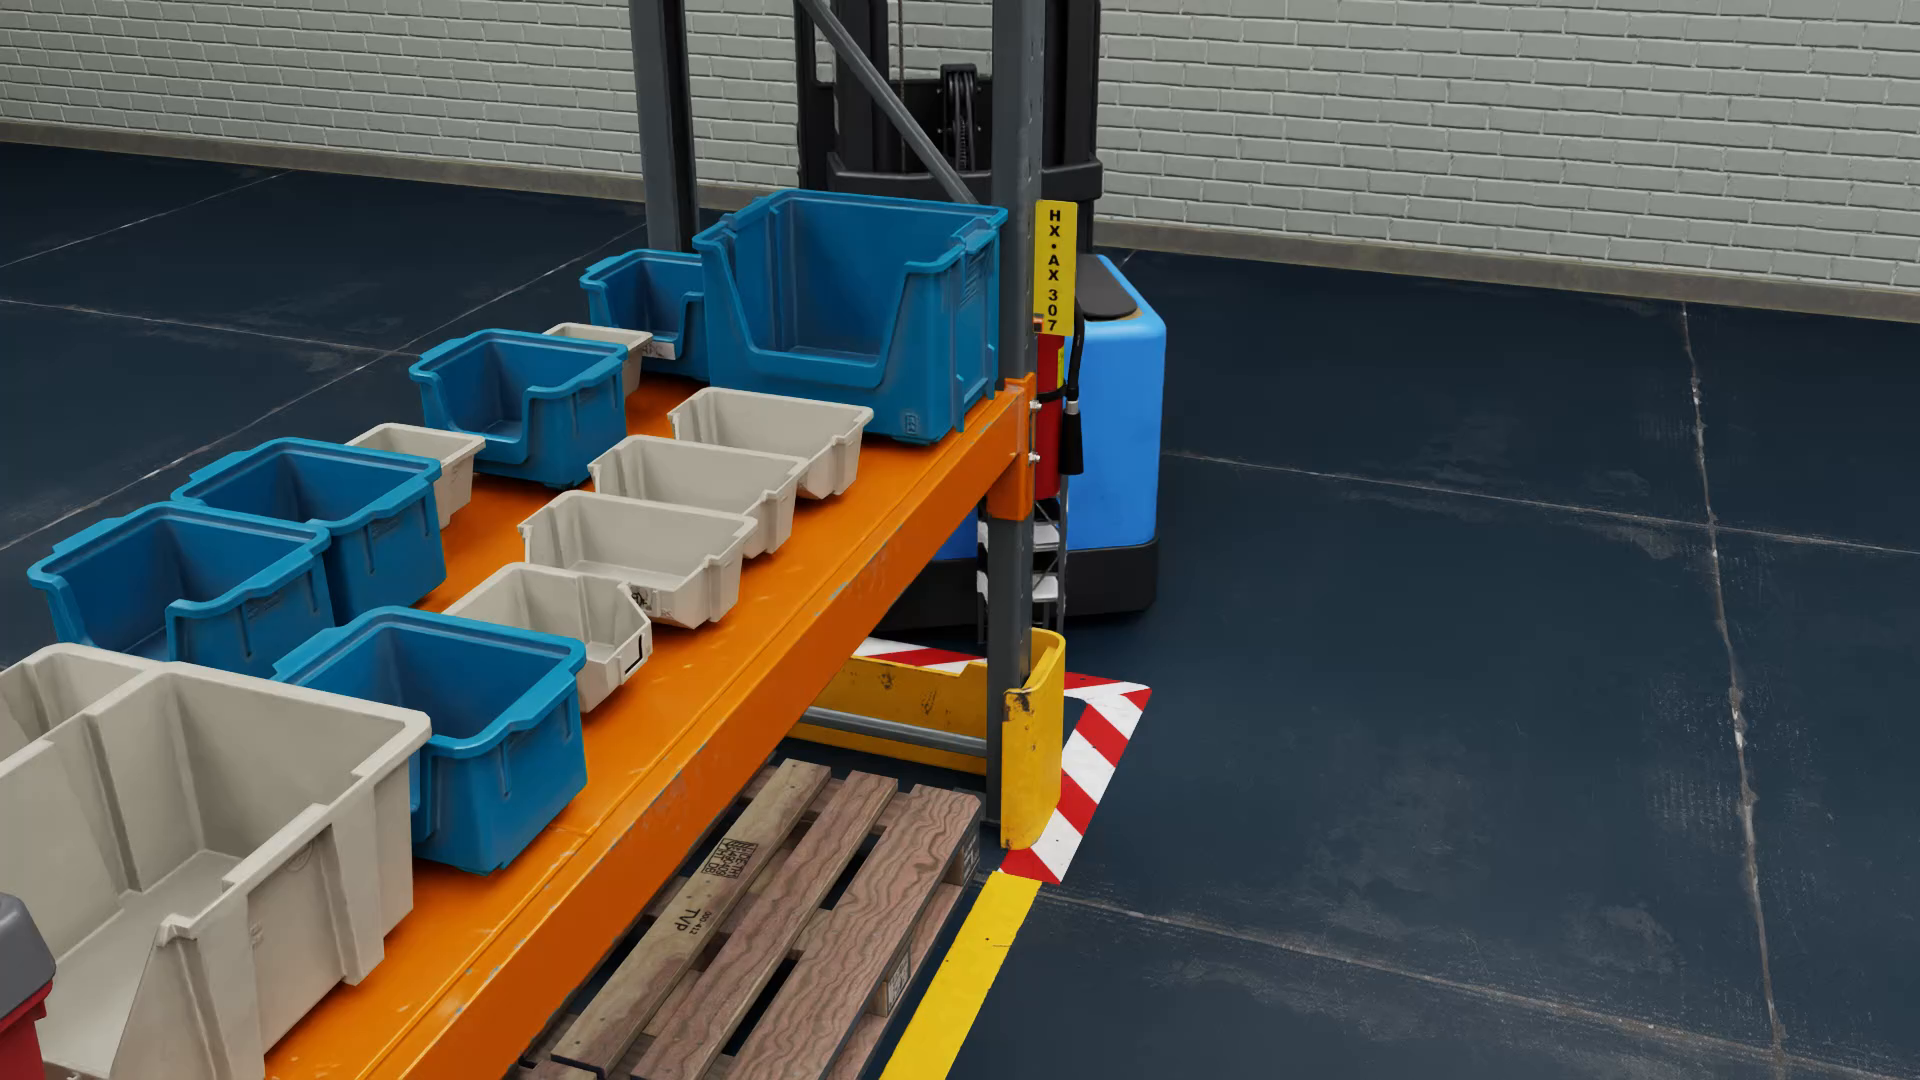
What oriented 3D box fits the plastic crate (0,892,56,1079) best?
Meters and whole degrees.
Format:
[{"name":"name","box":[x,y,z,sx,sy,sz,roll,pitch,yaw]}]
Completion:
[{"name":"plastic crate","box":[-1.096,0.613,1.399,0.402,0.464,0.583,9,27,17]}]

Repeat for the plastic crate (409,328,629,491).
[{"name":"plastic crate","box":[-0.910,-0.271,3.492,0.416,0.233,0.300,9,27,17]}]

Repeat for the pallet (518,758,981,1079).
[{"name":"pallet","box":[-0.610,0.944,4.057,1.003,0.211,1.213,9,27,17]}]

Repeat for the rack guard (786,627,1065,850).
[{"name":"rack guard","box":[-0.303,0.469,4.707,1.175,0.500,0.348,9,27,17]}]

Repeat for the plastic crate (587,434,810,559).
[{"name":"plastic crate","box":[-0.509,-0.074,3.195,0.396,0.136,0.243,9,27,17]}]

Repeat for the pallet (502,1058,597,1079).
[{"name":"pallet","box":[-1.017,1.444,3.025,1.003,0.211,1.213,9,27,17]}]

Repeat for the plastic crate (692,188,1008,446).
[{"name":"plastic crate","box":[-0.234,-0.522,3.777,0.616,0.435,0.499,9,27,17]}]

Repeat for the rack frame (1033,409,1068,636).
[{"name":"rack frame","box":[0.211,0.021,5.174,0.240,0.900,0.006,-4,26,-9]}]

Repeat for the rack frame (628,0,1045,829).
[{"name":"rack frame","box":[-0.299,-0.644,4.138,1.000,3.000,0.127,9,27,17]}]

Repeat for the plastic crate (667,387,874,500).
[{"name":"plastic crate","box":[-0.399,-0.191,3.436,0.396,0.136,0.243,9,27,17]}]

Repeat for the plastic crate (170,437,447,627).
[{"name":"plastic crate","box":[-1.130,-0.001,2.933,0.416,0.233,0.300,9,27,17]}]

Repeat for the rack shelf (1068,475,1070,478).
[{"name":"rack shelf","box":[0.194,-0.236,5.161,0.258,0.077,0.200,-4,26,-9]}]

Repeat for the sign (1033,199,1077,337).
[{"name":"sign","box":[0.225,-0.644,3.952,0.100,0.325,0.005,9,27,17]}]

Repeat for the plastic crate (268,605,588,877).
[{"name":"plastic crate","box":[-0.740,0.285,2.342,0.416,0.233,0.300,9,27,17]}]

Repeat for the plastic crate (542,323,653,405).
[{"name":"plastic crate","box":[-0.876,-0.379,3.824,0.250,0.136,0.298,9,27,17]}]

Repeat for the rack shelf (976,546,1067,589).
[{"name":"rack shelf","box":[0.194,0.088,5.318,0.258,0.077,0.200,-4,26,-9]}]

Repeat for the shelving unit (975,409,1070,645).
[{"name":"shelving unit","box":[0.194,-0.023,5.264,0.258,0.900,0.210,-4,26,-9]}]

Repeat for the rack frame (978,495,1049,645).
[{"name":"rack frame","box":[0.177,-0.067,5.355,0.240,0.900,0.006,-4,26,-9]}]

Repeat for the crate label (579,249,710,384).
[{"name":"crate label","box":[-0.691,-0.542,4.051,0.416,0.233,0.303,9,27,17]}]

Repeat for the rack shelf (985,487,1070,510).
[{"name":"rack shelf","box":[0.194,-0.155,5.201,0.258,0.077,0.200,-4,26,-9]}]

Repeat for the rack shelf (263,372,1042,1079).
[{"name":"rack shelf","box":[-0.964,0.502,2.597,1.077,0.370,4.000,9,27,17]}]

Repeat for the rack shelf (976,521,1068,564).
[{"name":"rack shelf","box":[0.194,0.007,5.279,0.258,0.077,0.200,-4,26,-9]}]

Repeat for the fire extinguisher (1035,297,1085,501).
[{"name":"fire extinguisher","box":[0.180,-0.438,4.228,0.296,0.674,0.183,9,27,17]}]

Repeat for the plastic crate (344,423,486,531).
[{"name":"plastic crate","box":[-1.102,-0.100,3.248,0.250,0.136,0.298,9,27,17]}]

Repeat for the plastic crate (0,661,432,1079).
[{"name":"plastic crate","box":[-0.948,0.425,1.997,0.437,0.282,0.530,9,27,17]}]

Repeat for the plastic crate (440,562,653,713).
[{"name":"plastic crate","box":[-0.660,0.168,2.694,0.298,0.136,0.250,9,27,17]}]

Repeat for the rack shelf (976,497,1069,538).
[{"name":"rack shelf","box":[0.194,-0.074,5.240,0.258,0.077,0.200,-4,26,-9]}]

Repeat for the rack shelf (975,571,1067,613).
[{"name":"rack shelf","box":[0.194,0.169,5.357,0.258,0.077,0.200,-4,26,-9]}]

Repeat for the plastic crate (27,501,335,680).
[{"name":"plastic crate","box":[-1.229,0.122,2.678,0.416,0.233,0.300,9,27,17]}]

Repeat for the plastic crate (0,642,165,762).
[{"name":"plastic crate","box":[-1.334,0.332,2.356,0.293,0.136,0.466,9,27,17]}]

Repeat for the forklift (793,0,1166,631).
[{"name":"forklift","box":[-0.085,-1.635,6.263,1.130,2.935,3.031,-4,26,-9]}]

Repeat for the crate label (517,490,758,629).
[{"name":"crate label","box":[-0.579,0.044,2.951,0.396,0.136,0.243,9,27,17]}]
